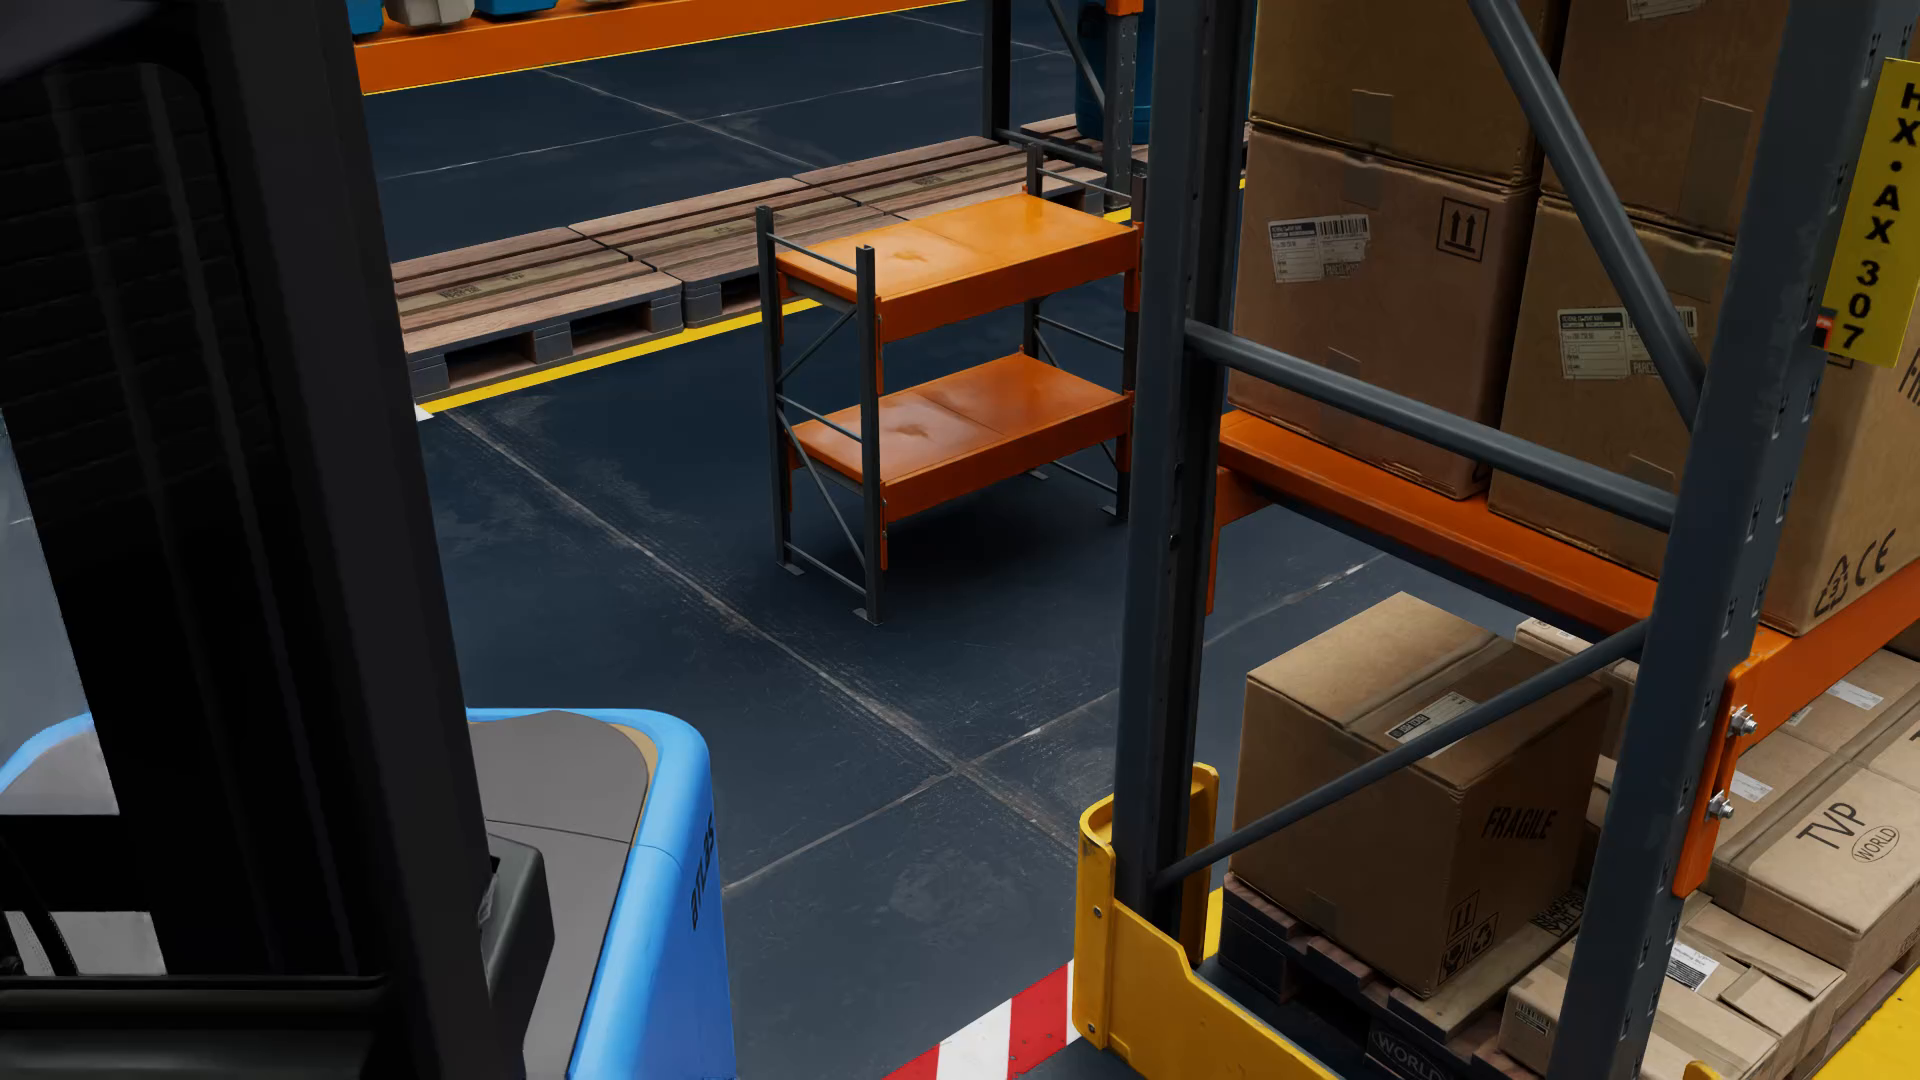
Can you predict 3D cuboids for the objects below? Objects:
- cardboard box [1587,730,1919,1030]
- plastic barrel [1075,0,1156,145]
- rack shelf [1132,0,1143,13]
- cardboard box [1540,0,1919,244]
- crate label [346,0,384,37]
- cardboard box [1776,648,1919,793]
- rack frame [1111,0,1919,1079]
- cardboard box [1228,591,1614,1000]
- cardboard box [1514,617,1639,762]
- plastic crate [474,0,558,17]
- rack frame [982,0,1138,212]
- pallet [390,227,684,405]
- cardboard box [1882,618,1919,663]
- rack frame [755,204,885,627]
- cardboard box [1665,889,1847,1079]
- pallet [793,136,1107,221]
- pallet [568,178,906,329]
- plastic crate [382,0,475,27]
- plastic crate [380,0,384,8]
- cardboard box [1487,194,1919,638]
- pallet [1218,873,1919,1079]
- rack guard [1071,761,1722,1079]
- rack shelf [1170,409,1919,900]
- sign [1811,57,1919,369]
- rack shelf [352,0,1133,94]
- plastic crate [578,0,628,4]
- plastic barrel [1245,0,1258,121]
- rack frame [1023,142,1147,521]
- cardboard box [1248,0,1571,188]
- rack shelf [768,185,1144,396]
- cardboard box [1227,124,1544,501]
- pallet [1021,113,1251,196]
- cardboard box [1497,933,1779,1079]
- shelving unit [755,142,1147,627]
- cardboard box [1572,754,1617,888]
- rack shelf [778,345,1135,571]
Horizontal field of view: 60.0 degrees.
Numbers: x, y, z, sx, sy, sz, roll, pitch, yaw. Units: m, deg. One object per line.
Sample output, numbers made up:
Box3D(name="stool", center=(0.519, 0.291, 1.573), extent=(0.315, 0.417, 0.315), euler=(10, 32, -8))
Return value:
Box3D(name="cardboard box", center=(1.632, 0.637, 3.326), extent=(0.500, 0.250, 0.500), euler=(-22, 35, -35))
Box3D(name="plastic barrel", center=(0.910, -2.585, 8.685), extent=(0.708, 0.901, 0.600), euler=(-22, 35, -35))
Box3D(name="rack shelf", center=(2.007, -3.459, 9.304), extent=(4.000, 0.370, 1.077), euler=(-22, 35, -35))
Box3D(name="cardboard box", center=(1.163, -0.690, 2.192), extent=(0.500, 0.500, 0.500), euler=(-21, 34, -33))
Box3D(name="crate label", center=(-2.156, -1.851, 5.646), extent=(0.303, 0.233, 0.416), euler=(-22, 35, -35))
Box3D(name="cardboard box", center=(2.013, 0.484, 3.612), extent=(0.500, 0.250, 0.500), euler=(-22, 35, -35))
Box3D(name="rack frame", center=(0.654, -0.164, 2.374), extent=(0.127, 3.000, 1.000), euler=(-22, 35, -35))
Box3D(name="cardboard box", center=(0.908, 0.490, 3.336), extent=(0.500, 0.500, 0.500), euler=(-22, 35, -35))
Box3D(name="cardboard box", center=(1.650, 0.320, 3.919), extent=(0.500, 0.250, 0.500), euler=(-22, 35, -35))
Box3D(name="plastic crate", center=(-1.655, -2.053, 6.022), extent=(0.300, 0.233, 0.416), euler=(-22, 35, -35))
Box3D(name="rack frame", center=(0.485, -3.165, 7.990), extent=(0.127, 3.000, 1.000), euler=(-22, 35, -35))
Box3D(name="pallet", center=(-1.905, -0.950, 6.803), extent=(1.213, 0.211, 1.003), euler=(-22, 35, -35))
Box3D(name="cardboard box", center=(2.271, 0.096, 4.070), extent=(0.637, 0.503, 0.797), euler=(-22, 35, -35))
Box3D(name="rack frame", center=(-0.392, -0.339, 4.690), extent=(0.032, 1.125, 0.500), euler=(-22, 35, -35))
Box3D(name="cardboard box", center=(1.386, 0.810, 3.091), extent=(0.250, 0.166, 0.380), euler=(-22, 35, -35))
Box3D(name="pallet", center=(-0.049, -1.696, 8.200), extent=(1.213, 0.211, 1.003), euler=(-22, 35, -35))
Box3D(name="pallet", center=(-0.978, -1.321, 7.498), extent=(1.213, 0.211, 1.003), euler=(-22, 35, -35))
Box3D(name="plastic crate", center=(-1.859, -1.877, 5.796), extent=(0.298, 0.136, 0.250), euler=(-22, 35, -35))
Box3D(name="plastic crate", center=(-2.424, -2.153, 5.994), extent=(0.499, 0.435, 0.616), euler=(-22, 35, -35))
Box3D(name="cardboard box", center=(1.163, -0.249, 2.428), extent=(0.500, 0.500, 0.500), euler=(-21, 35, -34))
Box3D(name="pallet", center=(1.318, 0.799, 3.532), extent=(1.213, 0.211, 1.003), euler=(-22, 35, -35))
Box3D(name="rack guard", center=(0.712, 0.915, 3.007), extent=(0.348, 0.500, 1.175), euler=(-22, 35, -35))
Box3D(name="rack shelf", center=(2.176, -0.458, 3.689), extent=(4.000, 0.370, 1.077), euler=(-22, 35, -35))
Box3D(name="sign", center=(1.007, -0.351, 1.806), extent=(0.005, 0.325, 0.100), euler=(-22, 35, -35))
Box3D(name="rack shelf", center=(-1.036, -2.236, 7.014), extent=(4.000, 0.370, 1.077), euler=(-22, 35, -35))
Box3D(name="plastic crate", center=(-1.342, -2.085, 6.185), extent=(0.298, 0.136, 0.250), euler=(-22, 35, -35))
Box3D(name="plastic barrel", center=(1.449, -2.801, 9.090), extent=(0.708, 0.901, 0.600), euler=(-22, 35, -35))
Box3D(name="rack frame", center=(0.382, -0.650, 5.272), extent=(0.032, 1.125, 0.500), euler=(-22, 35, -35))
Box3D(name="cardboard box", center=(0.814, -0.884, 2.554), extent=(0.500, 0.500, 0.500), euler=(-22, 35, -35))
Box3D(name="rack shelf", center=(-0.005, -0.752, 4.843), extent=(1.000, 0.278, 0.538), euler=(-22, 35, -35))
Box3D(name="cardboard box", center=(0.818, -0.443, 2.790), extent=(0.500, 0.500, 0.500), euler=(-21, 34, -33))
Box3D(name="pallet", center=(1.099, -2.156, 9.061), extent=(1.213, 0.211, 1.003), euler=(-22, 35, -35))
Box3D(name="cardboard box", center=(1.196, 0.895, 2.952), extent=(0.250, 0.149, 0.380), euler=(-22, 35, -35))
Box3D(name="shelving unit", center=(-0.005, -0.494, 4.981), extent=(1.048, 1.125, 0.538), euler=(-22, 35, -35))
Box3D(name="cardboard box", center=(1.275, 0.545, 3.586), extent=(0.250, 0.166, 0.380), euler=(-22, 35, -35))
Box3D(name="rack shelf", center=(-0.005, -0.278, 5.096), extent=(1.000, 0.278, 0.538), euler=(-22, 35, -35))
